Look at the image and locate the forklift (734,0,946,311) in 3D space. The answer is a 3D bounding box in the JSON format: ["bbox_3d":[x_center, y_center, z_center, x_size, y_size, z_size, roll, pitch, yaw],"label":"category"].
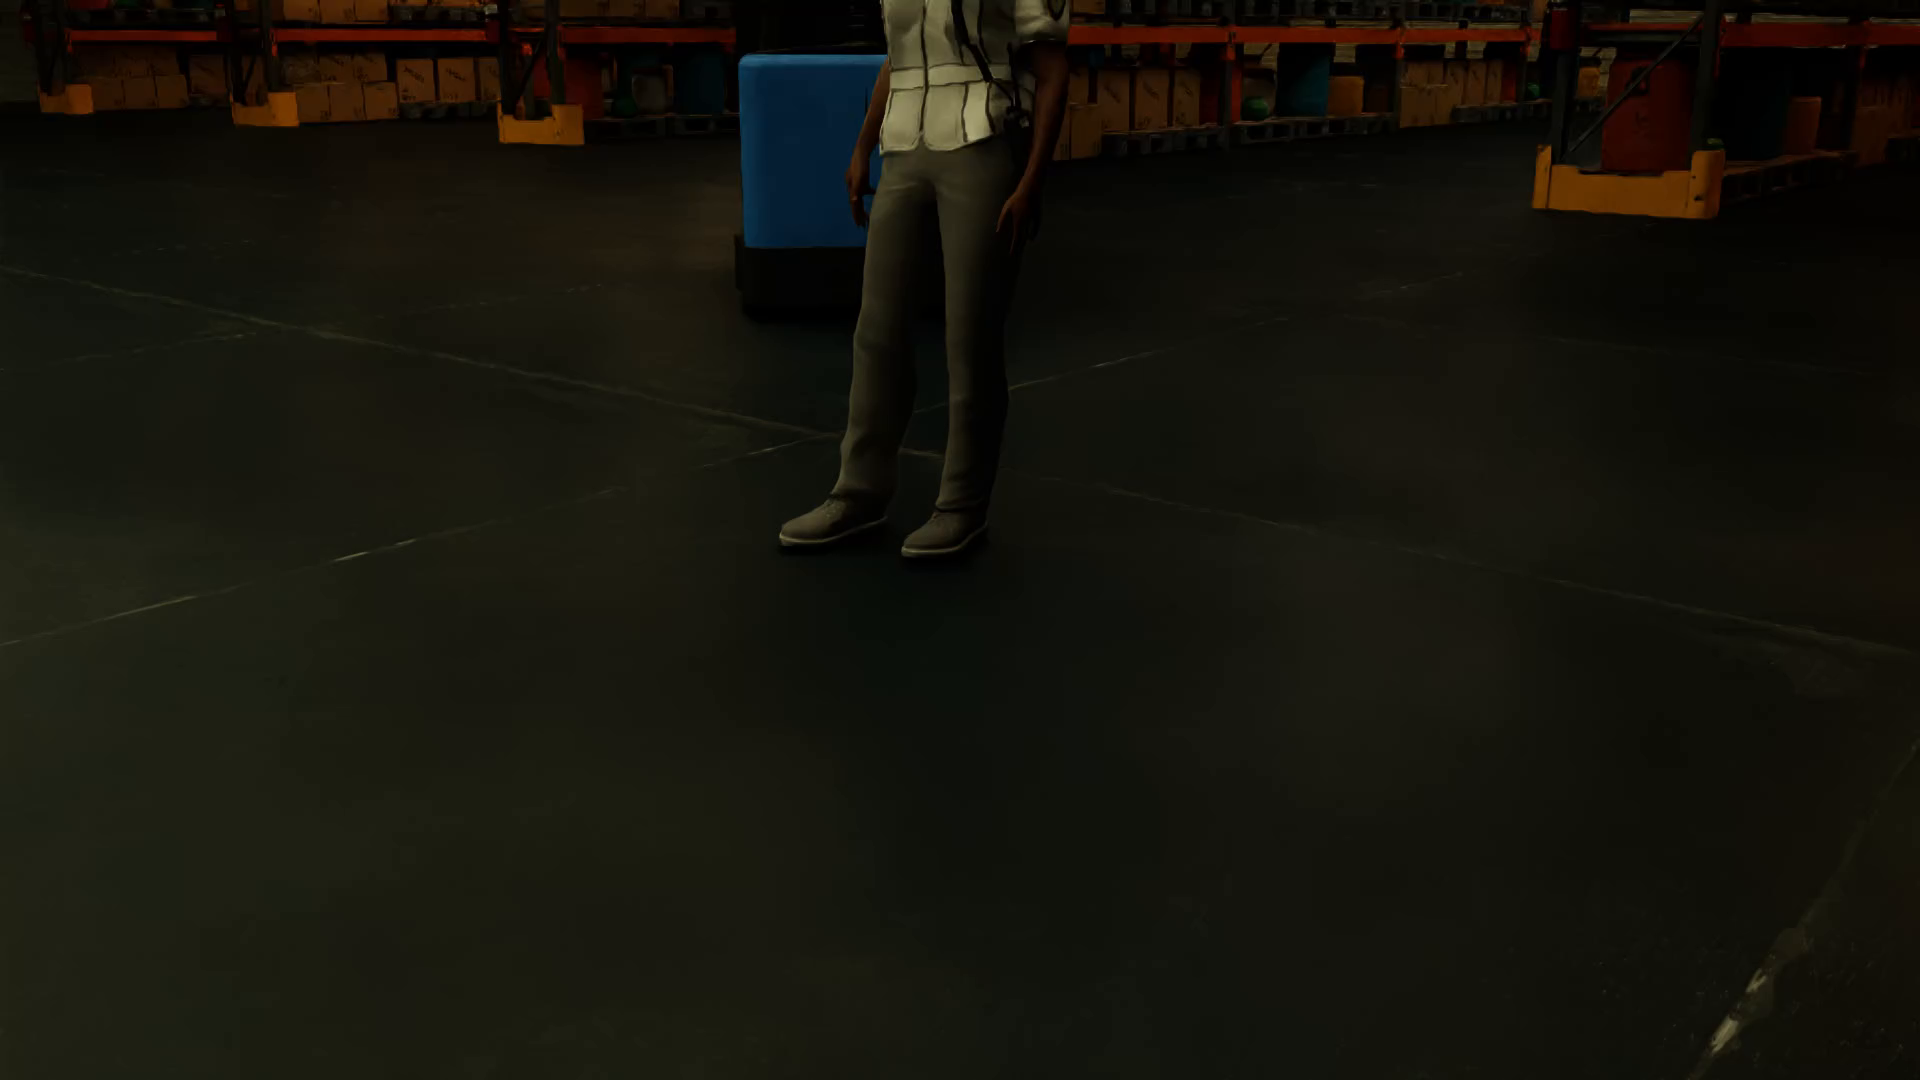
[{"bbox_3d":[-0.531,-2.753,7.962,1.130,2.935,3.031,-2,17,-6],"label":"forklift"}]

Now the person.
[{"bbox_3d":[-0.063,-0.804,3.651,0.570,1.693,0.529,13,21,37],"label":"person"}]
